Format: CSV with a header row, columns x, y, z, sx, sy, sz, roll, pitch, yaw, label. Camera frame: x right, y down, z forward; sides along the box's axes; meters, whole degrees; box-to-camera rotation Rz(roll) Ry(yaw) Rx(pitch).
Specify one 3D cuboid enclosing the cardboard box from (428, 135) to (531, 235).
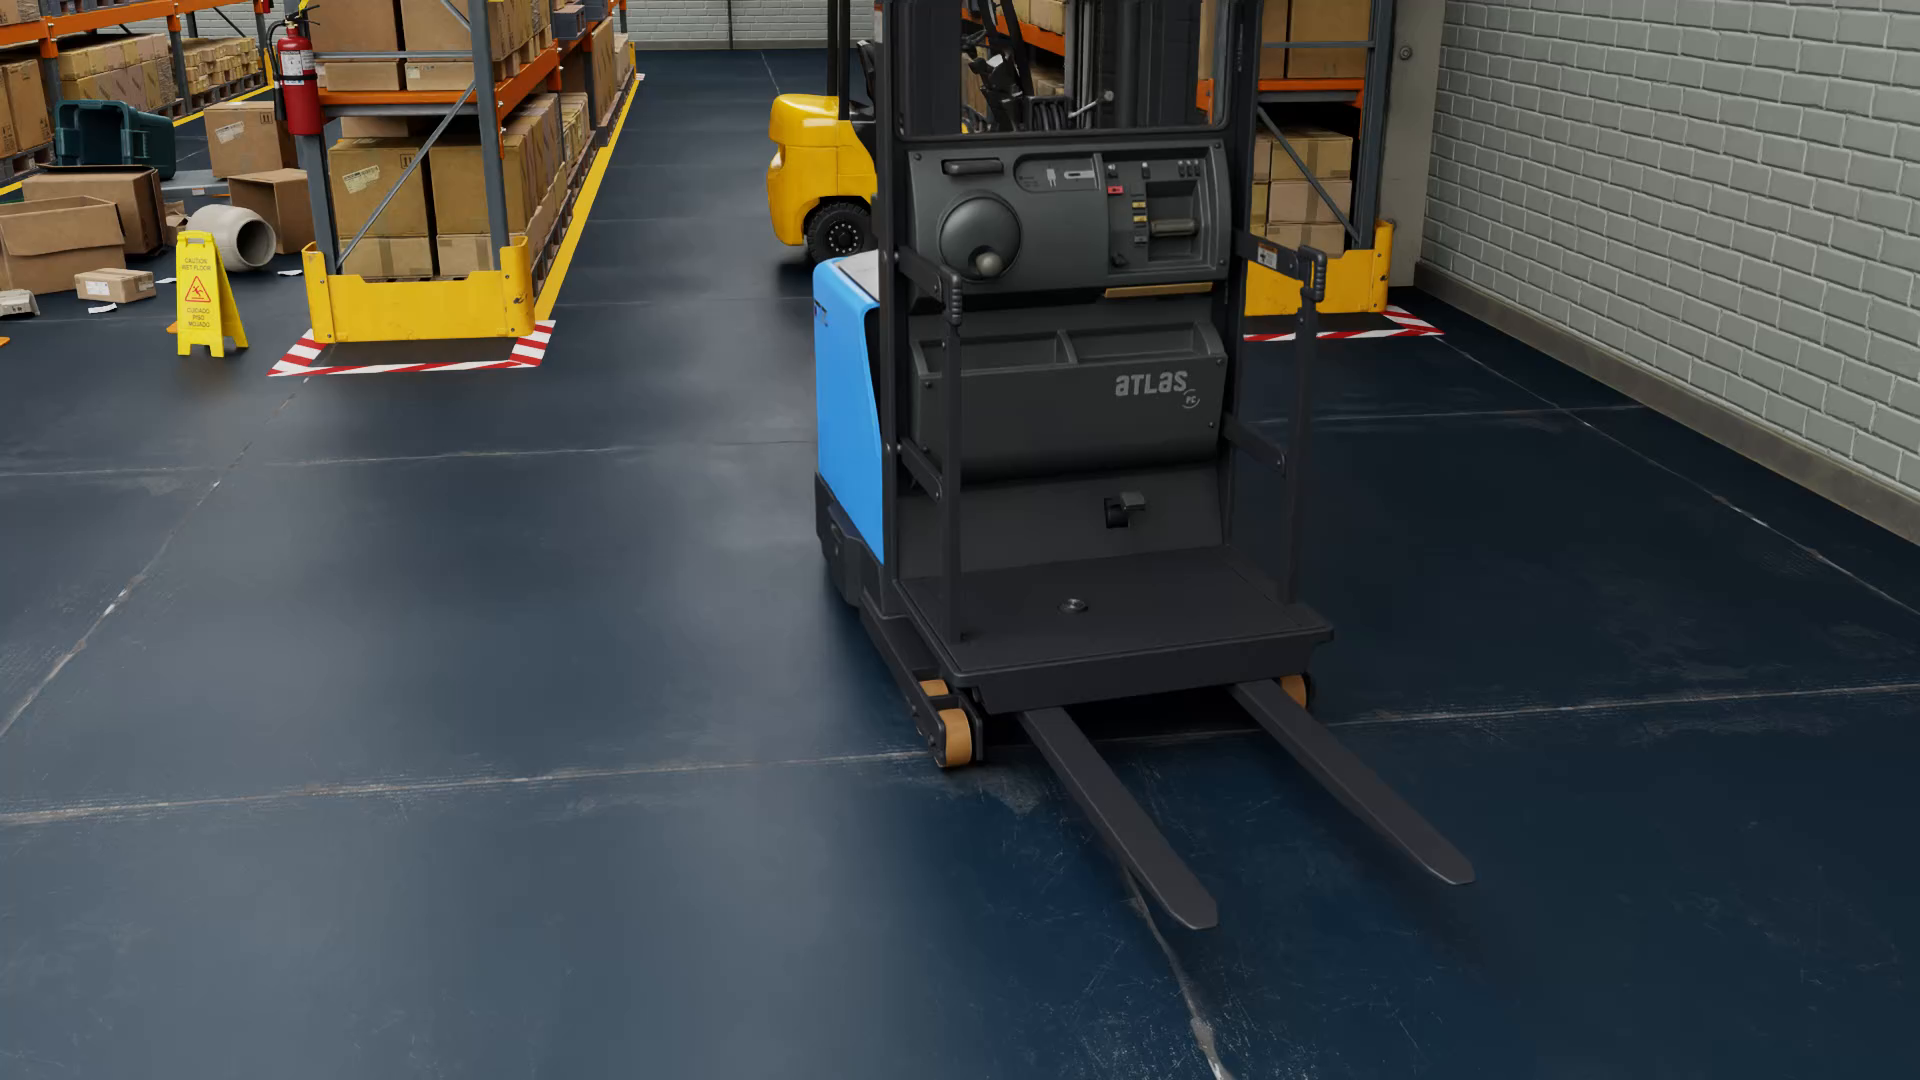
x,y,z,sx,sy,sz,roll,pitch,yaw,label
-2.825,-2.102,9.816,0.500,0.500,0.500,-4,21,-10,cardboard box

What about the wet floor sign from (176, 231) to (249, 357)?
x,y,z,sx,sy,sz,roll,pitch,yaw,label
-4.010,-1.318,8.824,0.267,0.644,0.232,4,21,11,wet floor sign

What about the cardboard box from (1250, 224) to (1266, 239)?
x,y,z,sx,sy,sz,roll,pitch,yaw,label
1.553,-1.848,10.207,0.500,0.250,0.500,-3,21,-7,cardboard box

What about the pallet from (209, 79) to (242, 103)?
x,y,z,sx,sy,sz,roll,pitch,yaw,label
-9.903,-5.759,21.333,1.003,0.211,1.213,-3,21,-8,pallet

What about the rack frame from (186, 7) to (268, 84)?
x,y,z,sx,sy,sz,roll,pitch,yaw,label
-10.169,-7.796,22.802,1.000,3.000,0.127,-3,21,-8,rack frame

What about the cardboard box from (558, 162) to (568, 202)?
x,y,z,sx,sy,sz,roll,pitch,yaw,label
-3.204,-2.643,12.336,0.500,0.250,0.500,-2,21,-5,cardboard box

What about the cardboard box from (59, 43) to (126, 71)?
x,y,z,sx,sy,sz,roll,pitch,yaw,label
-9.007,-5.002,17.221,0.500,0.250,0.500,-3,21,-7,cardboard box

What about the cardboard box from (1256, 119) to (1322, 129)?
x,y,z,sx,sy,sz,roll,pitch,yaw,label
1.975,-2.518,10.573,0.500,0.250,0.500,-3,21,-8,cardboard box

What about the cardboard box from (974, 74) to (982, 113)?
x,y,z,sx,sy,sz,roll,pitch,yaw,label
0.444,-4.898,18.014,0.500,0.500,0.500,-3,21,-9,cardboard box

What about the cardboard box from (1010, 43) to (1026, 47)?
x,y,z,sx,sy,sz,roll,pitch,yaw,label
0.774,-5.533,18.790,0.380,0.149,0.250,-3,21,-7,cardboard box

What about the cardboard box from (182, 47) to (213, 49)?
x,y,z,sx,sy,sz,roll,pitch,yaw,label
-9.640,-6.136,20.981,0.380,0.149,0.250,-4,21,-10,cardboard box

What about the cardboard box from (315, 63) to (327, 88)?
x,y,z,sx,sy,sz,roll,pitch,yaw,label
-3.390,-2.624,9.314,0.380,0.149,0.250,-3,21,-8,cardboard box

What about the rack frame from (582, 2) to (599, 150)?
x,y,z,sx,sy,sz,roll,pitch,yaw,label
-4.132,-5.311,16.148,1.000,3.000,0.127,-3,21,-8,rack frame

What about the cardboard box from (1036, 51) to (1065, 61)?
x,y,z,sx,sy,sz,roll,pitch,yaw,label
1.013,-5.088,17.598,0.380,0.149,0.250,-2,21,-5,cardboard box

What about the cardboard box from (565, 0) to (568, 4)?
x,y,z,sx,sy,sz,roll,pitch,yaw,label
-3.495,-4.570,13.925,0.380,0.149,0.250,-3,21,-7,cardboard box

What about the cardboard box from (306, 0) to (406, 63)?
x,y,z,sx,sy,sz,roll,pitch,yaw,label
-3.329,-2.901,9.129,0.500,0.500,0.500,-3,21,-9,cardboard box

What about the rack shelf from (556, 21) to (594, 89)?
x,y,z,sx,sy,sz,roll,pitch,yaw,label
-3.843,-4.281,14.420,1.077,0.370,4.000,-3,21,-8,rack shelf

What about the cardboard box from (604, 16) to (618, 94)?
x,y,z,sx,sy,sz,roll,pitch,yaw,label
-4.540,-5.687,19.591,0.875,0.875,0.875,-2,21,-6,cardboard box

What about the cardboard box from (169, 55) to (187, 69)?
x,y,z,sx,sy,sz,roll,pitch,yaw,label
-9.437,-5.681,19.763,0.380,0.149,0.250,-2,21,-6,cardboard box

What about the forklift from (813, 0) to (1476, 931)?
x,y,z,sx,sy,sz,roll,pitch,yaw,label
0.377,-0.902,4.443,1.130,2.935,3.031,-6,21,-15,forklift

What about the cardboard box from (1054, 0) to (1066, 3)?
x,y,z,sx,sy,sz,roll,pitch,yaw,label
1.033,-4.499,13.474,0.500,0.250,0.500,-3,21,-9,cardboard box

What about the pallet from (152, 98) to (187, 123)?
x,y,z,sx,sy,sz,roll,pitch,yaw,label
-9.478,-4.835,18.861,1.003,0.211,1.213,-3,21,-8,pallet

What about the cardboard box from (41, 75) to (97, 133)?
x,y,z,sx,sy,sz,roll,pitch,yaw,label
-8.865,-4.310,16.440,0.500,0.500,0.500,-4,21,-10,cardboard box

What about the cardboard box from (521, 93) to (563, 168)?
x,y,z,sx,sy,sz,roll,pitch,yaw,label
-3.204,-2.995,12.205,0.500,0.500,0.500,-3,21,-9,cardboard box

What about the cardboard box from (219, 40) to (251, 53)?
x,y,z,sx,sy,sz,roll,pitch,yaw,label
-9.699,-6.592,22.204,0.380,0.149,0.250,-3,21,-9,cardboard box

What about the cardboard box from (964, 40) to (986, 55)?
x,y,z,sx,sy,sz,roll,pitch,yaw,label
0.242,-5.690,19.210,0.380,0.149,0.250,-2,21,-6,cardboard box

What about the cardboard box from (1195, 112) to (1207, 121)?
x,y,z,sx,sy,sz,roll,pitch,yaw,label
1.396,-2.664,10.963,0.500,0.250,0.500,-3,21,-7,cardboard box

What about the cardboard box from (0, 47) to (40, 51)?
x,y,z,sx,sy,sz,roll,pitch,yaw,label
-9.457,-4.801,16.684,0.500,0.250,0.500,-3,21,-7,cardboard box

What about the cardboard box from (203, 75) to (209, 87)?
x,y,z,sx,sy,sz,roll,pitch,yaw,label
-9.538,-5.676,20.599,0.380,0.149,0.250,-3,21,-9,cardboard box

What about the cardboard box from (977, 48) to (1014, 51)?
x,y,z,sx,sy,sz,roll,pitch,yaw,label
0.394,-5.237,17.995,0.380,0.149,0.250,-4,21,-10,cardboard box

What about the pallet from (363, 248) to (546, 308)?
x,y,z,sx,sy,sz,roll,pitch,yaw,label
-3.071,-1.544,10.049,1.003,0.211,1.213,-3,21,-8,pallet

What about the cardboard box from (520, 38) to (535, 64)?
x,y,z,sx,sy,sz,roll,pitch,yaw,label
-2.977,-3.183,10.811,0.380,0.149,0.250,-3,21,-7,cardboard box

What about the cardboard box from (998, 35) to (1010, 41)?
x,y,z,sx,sy,sz,roll,pitch,yaw,label
0.628,-5.990,20.011,0.380,0.149,0.250,-3,21,-7,cardboard box

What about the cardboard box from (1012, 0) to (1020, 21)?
x,y,z,sx,sy,sz,roll,pitch,yaw,label
0.751,-4.974,15.461,0.500,0.250,0.500,-4,21,-10,cardboard box

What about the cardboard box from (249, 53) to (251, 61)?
x,y,z,sx,sy,sz,roll,pitch,yaw,label
-9.826,-6.535,22.475,0.380,0.149,0.250,-3,21,-9,cardboard box

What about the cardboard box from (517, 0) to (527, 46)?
x,y,z,sx,sy,sz,roll,pitch,yaw,label
-2.925,-3.261,10.091,0.500,0.500,0.500,-3,21,-9,cardboard box

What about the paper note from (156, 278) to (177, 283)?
x,y,z,sx,sy,sz,roll,pitch,yaw,label
-5.058,-1.673,10.669,0.148,0.019,0.142,4,21,11,paper note

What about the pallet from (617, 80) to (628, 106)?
x,y,z,sx,sy,sz,roll,pitch,yaw,label
-4.740,-5.657,21.060,1.003,0.211,1.213,-3,21,-8,pallet

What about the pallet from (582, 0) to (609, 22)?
x,y,z,sx,sy,sz,roll,pitch,yaw,label
-3.923,-4.980,15.536,1.213,0.211,1.003,-3,21,-8,pallet

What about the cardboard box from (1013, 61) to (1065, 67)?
x,y,z,sx,sy,sz,roll,pitch,yaw,label
0.856,-4.430,16.584,0.875,0.625,0.625,-2,21,-6,cardboard box

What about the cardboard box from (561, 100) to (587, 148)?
x,y,z,sx,sy,sz,roll,pitch,yaw,label
-3.946,-3.825,15.327,0.950,0.372,0.625,-3,21,-9,cardboard box

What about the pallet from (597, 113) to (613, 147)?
x,y,z,sx,sy,sz,roll,pitch,yaw,label
-4.171,-4.281,17.377,1.003,0.211,1.213,-3,21,-8,pallet

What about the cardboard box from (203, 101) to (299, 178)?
x,y,z,sx,sy,sz,roll,pitch,yaw,label
-5.312,-3.010,12.477,0.500,0.500,0.500,-3,21,-8,cardboard box

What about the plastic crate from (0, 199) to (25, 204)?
x,y,z,sx,sy,sz,roll,pitch,yaw,label
-7.117,-2.357,12.176,0.450,0.188,0.662,-2,18,24,plastic crate

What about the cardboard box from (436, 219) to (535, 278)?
x,y,z,sx,sy,sz,roll,pitch,yaw,label
-2.821,-1.743,9.925,0.500,0.250,0.500,-3,21,-8,cardboard box

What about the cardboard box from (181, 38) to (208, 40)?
x,y,z,sx,sy,sz,roll,pitch,yaw,label
-10.429,-6.737,22.592,0.380,0.149,0.250,-4,21,-10,cardboard box

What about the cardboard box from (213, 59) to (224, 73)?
x,y,z,sx,sy,sz,roll,pitch,yaw,label
-9.550,-6.000,21.042,0.380,0.149,0.250,-3,21,-8,cardboard box

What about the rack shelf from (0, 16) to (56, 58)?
x,y,z,sx,sy,sz,roll,pitch,yaw,label
-8.727,-3.997,13.658,1.077,0.370,4.000,-3,21,-8,rack shelf

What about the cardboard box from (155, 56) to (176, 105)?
x,y,z,sx,sy,sz,roll,pitch,yaw,label
-9.236,-5.193,18.806,0.500,0.500,0.500,-3,21,-9,cardboard box

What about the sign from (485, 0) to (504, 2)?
x,y,z,sx,sy,sz,roll,pitch,yaw,label
-2.441,-2.974,8.654,0.100,0.325,0.005,-3,21,-8,sign

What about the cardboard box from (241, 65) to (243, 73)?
x,y,z,sx,sy,sz,roll,pitch,yaw,label
-9.748,-6.221,22.060,0.380,0.149,0.250,-3,21,-7,cardboard box

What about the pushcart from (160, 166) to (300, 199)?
x,y,z,sx,sy,sz,roll,pitch,yaw,label
-5.804,-2.565,12.545,1.648,0.377,0.936,-11,23,-26,pushcart
